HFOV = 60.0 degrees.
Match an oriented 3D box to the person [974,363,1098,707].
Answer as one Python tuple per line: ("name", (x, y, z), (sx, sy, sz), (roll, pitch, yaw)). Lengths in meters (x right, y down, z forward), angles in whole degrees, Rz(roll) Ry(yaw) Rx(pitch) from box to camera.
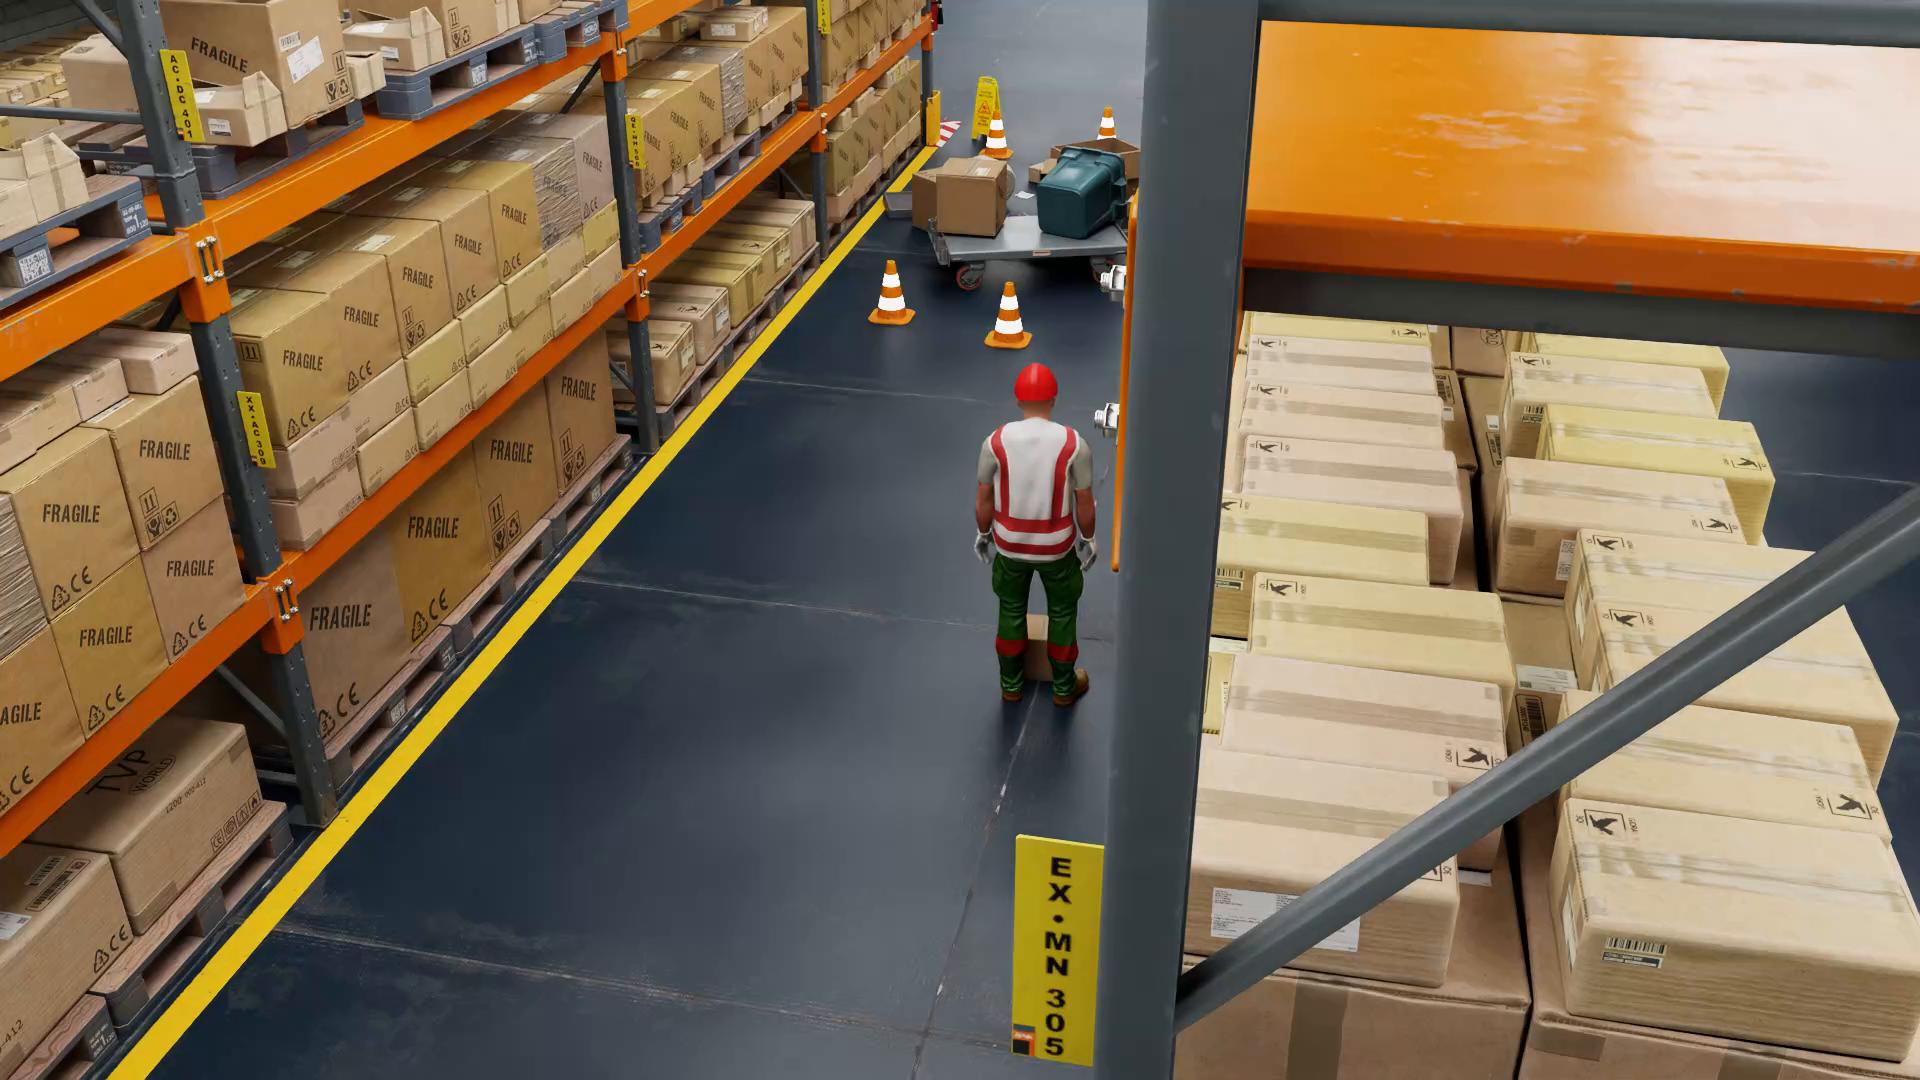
("person", (0.373, -0.003, 8.115), (0.608, 1.777, 0.453), (5, 29, 9))
